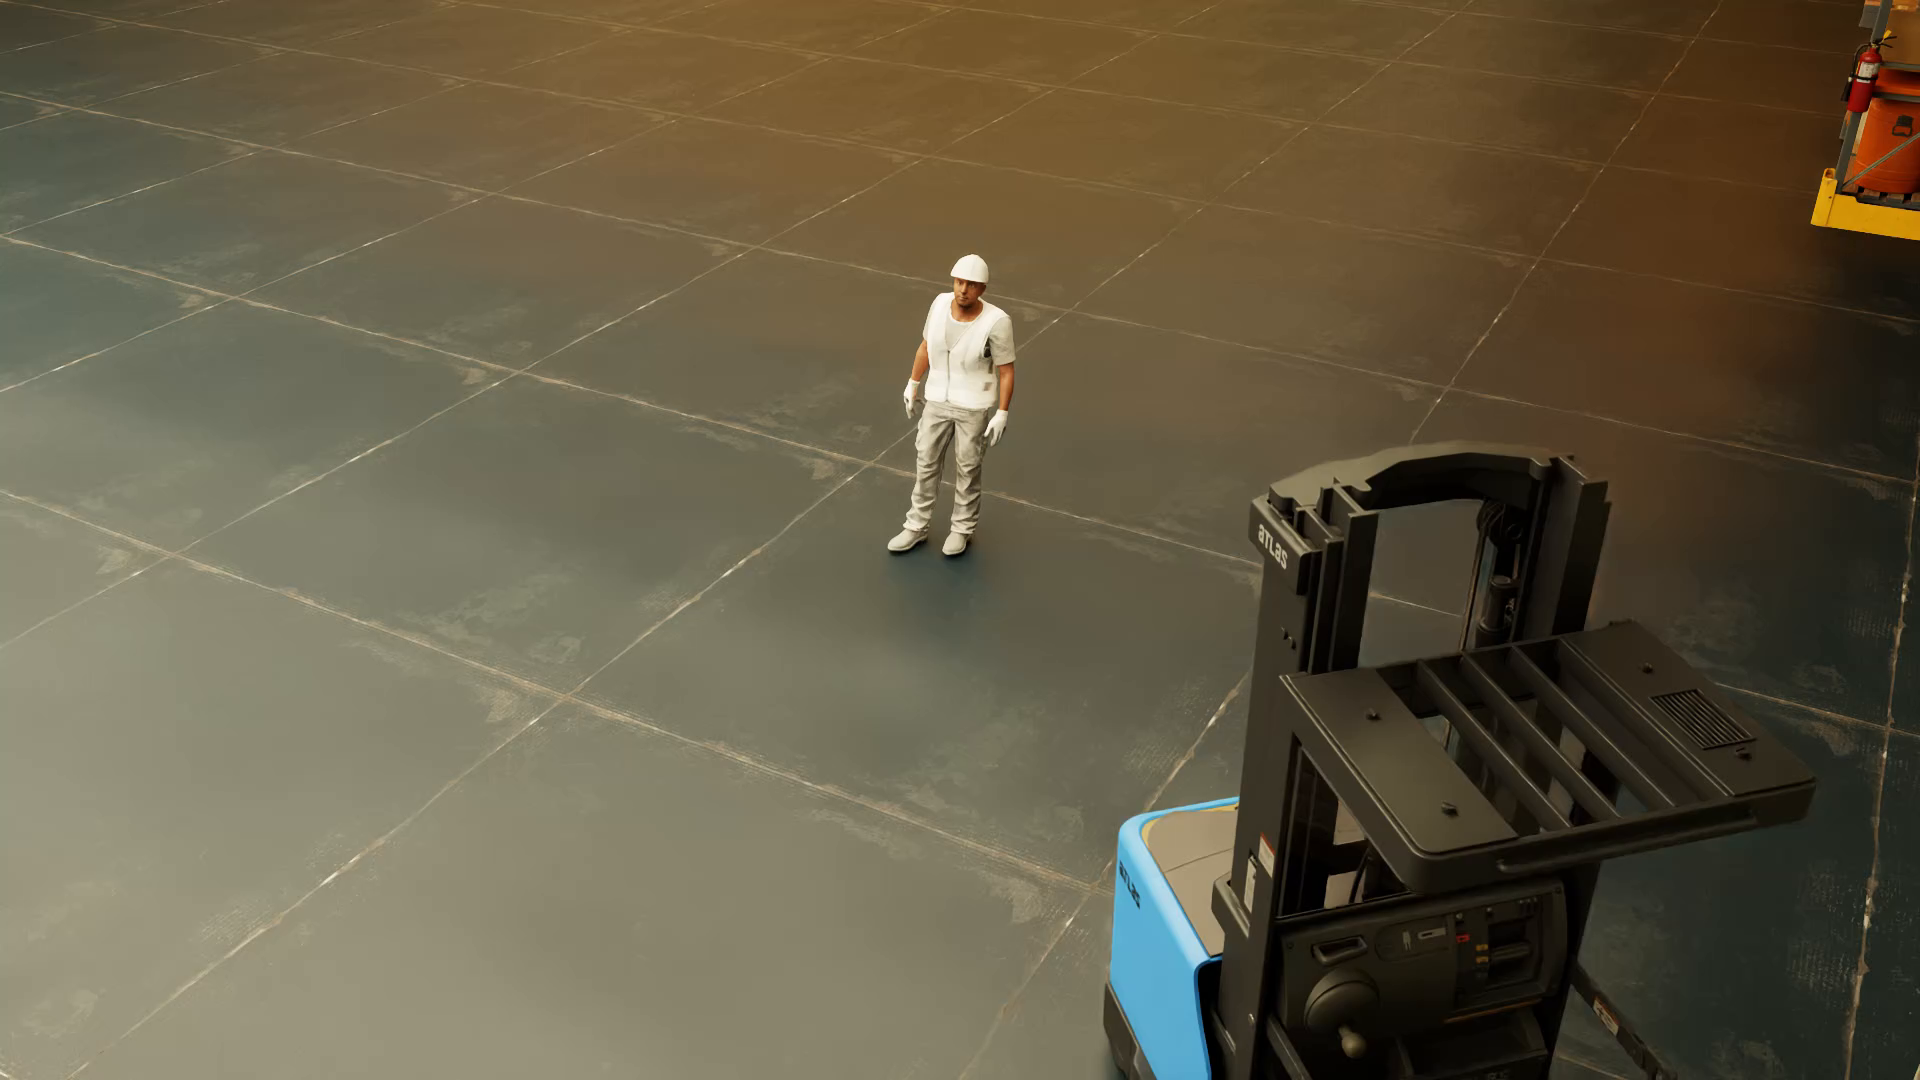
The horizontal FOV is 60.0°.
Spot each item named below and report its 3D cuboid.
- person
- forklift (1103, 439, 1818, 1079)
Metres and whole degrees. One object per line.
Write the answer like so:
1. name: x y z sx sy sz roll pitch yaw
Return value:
1. person: -0.043 -0.750 9.503 0.656 1.782 0.577 15 33 25
2. forklift: 1.446 1.323 4.779 1.130 2.935 3.031 -8 31 -13
